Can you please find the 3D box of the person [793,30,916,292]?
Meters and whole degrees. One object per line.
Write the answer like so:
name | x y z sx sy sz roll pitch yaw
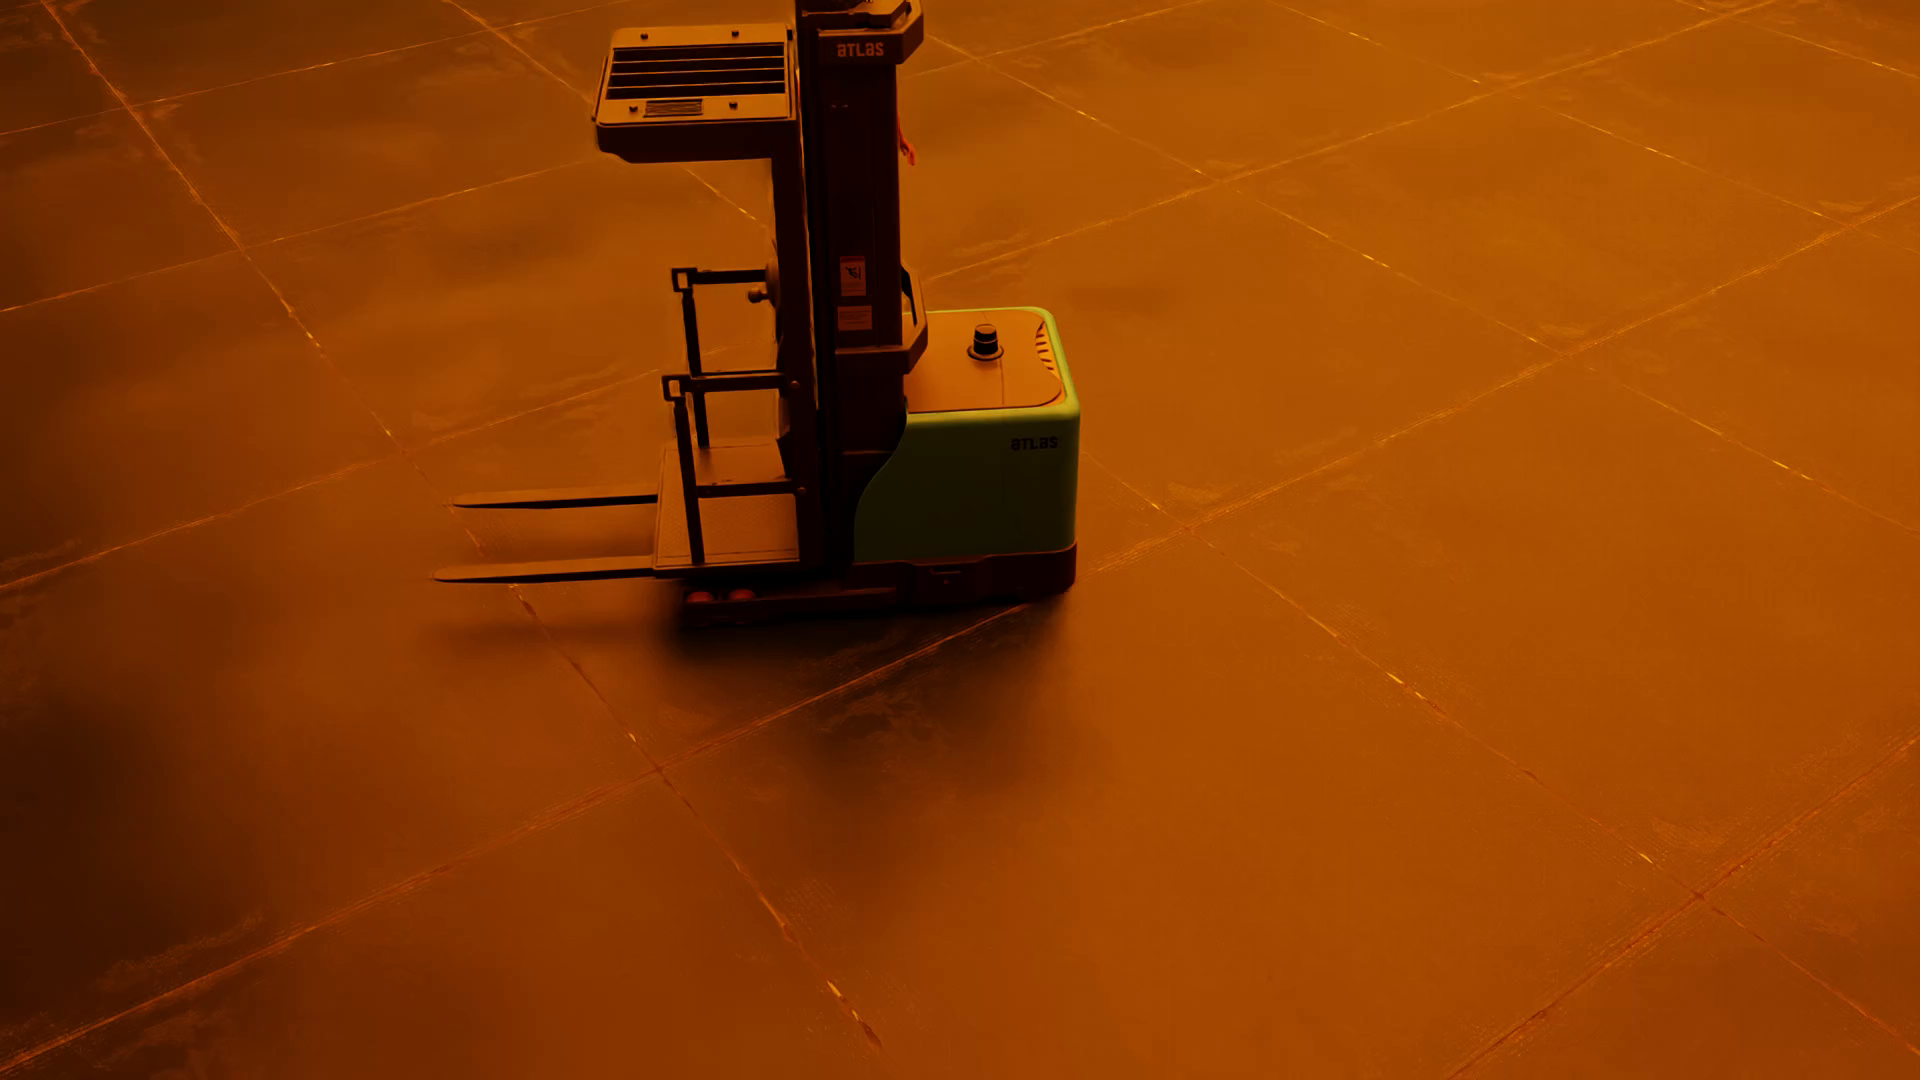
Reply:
person | -0.836 -2.383 10.188 1.046 1.755 0.734 -16 39 -21

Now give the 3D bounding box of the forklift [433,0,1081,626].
forklift | -0.992 -1.101 7.433 3.031 2.935 1.130 -3 37 -5
